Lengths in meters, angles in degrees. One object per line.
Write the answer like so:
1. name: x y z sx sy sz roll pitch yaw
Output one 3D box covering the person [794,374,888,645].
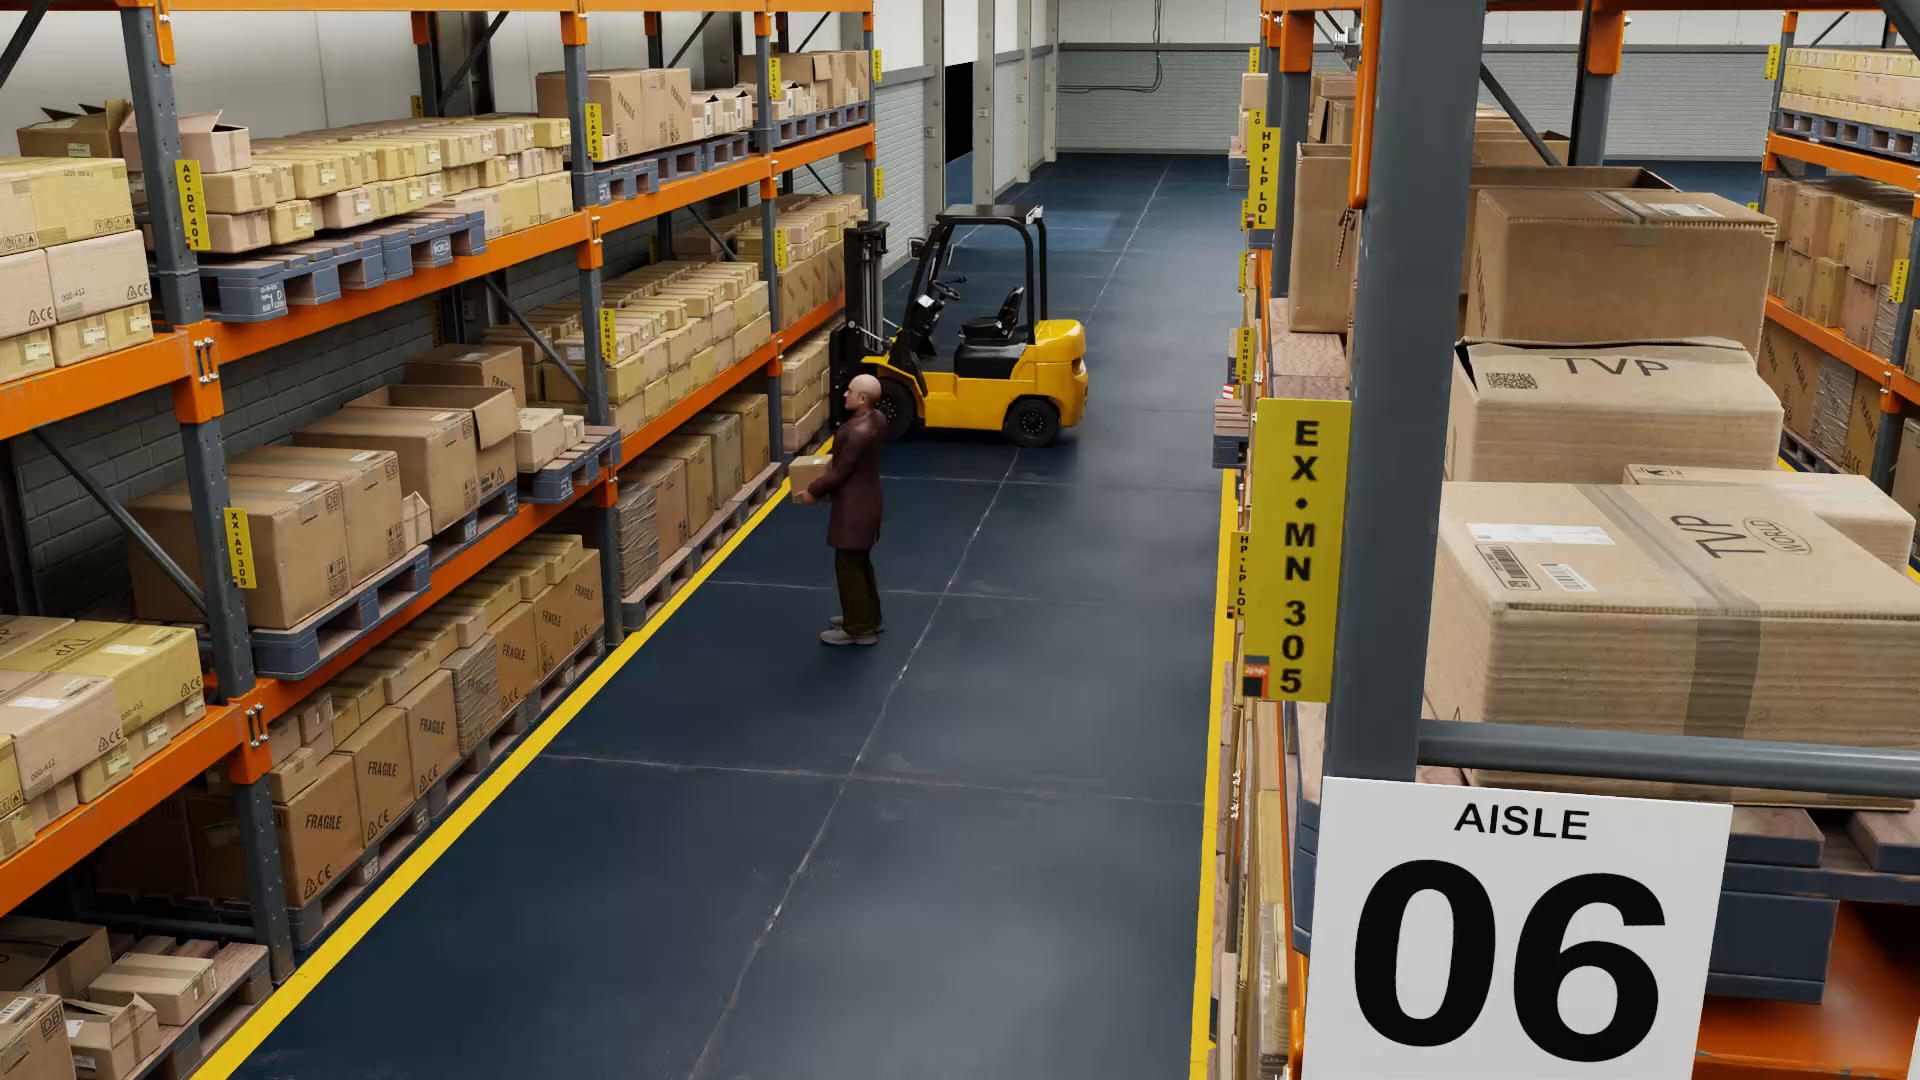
1. person: -0.767 -0.208 10.738 0.562 1.769 0.530 3 18 9
